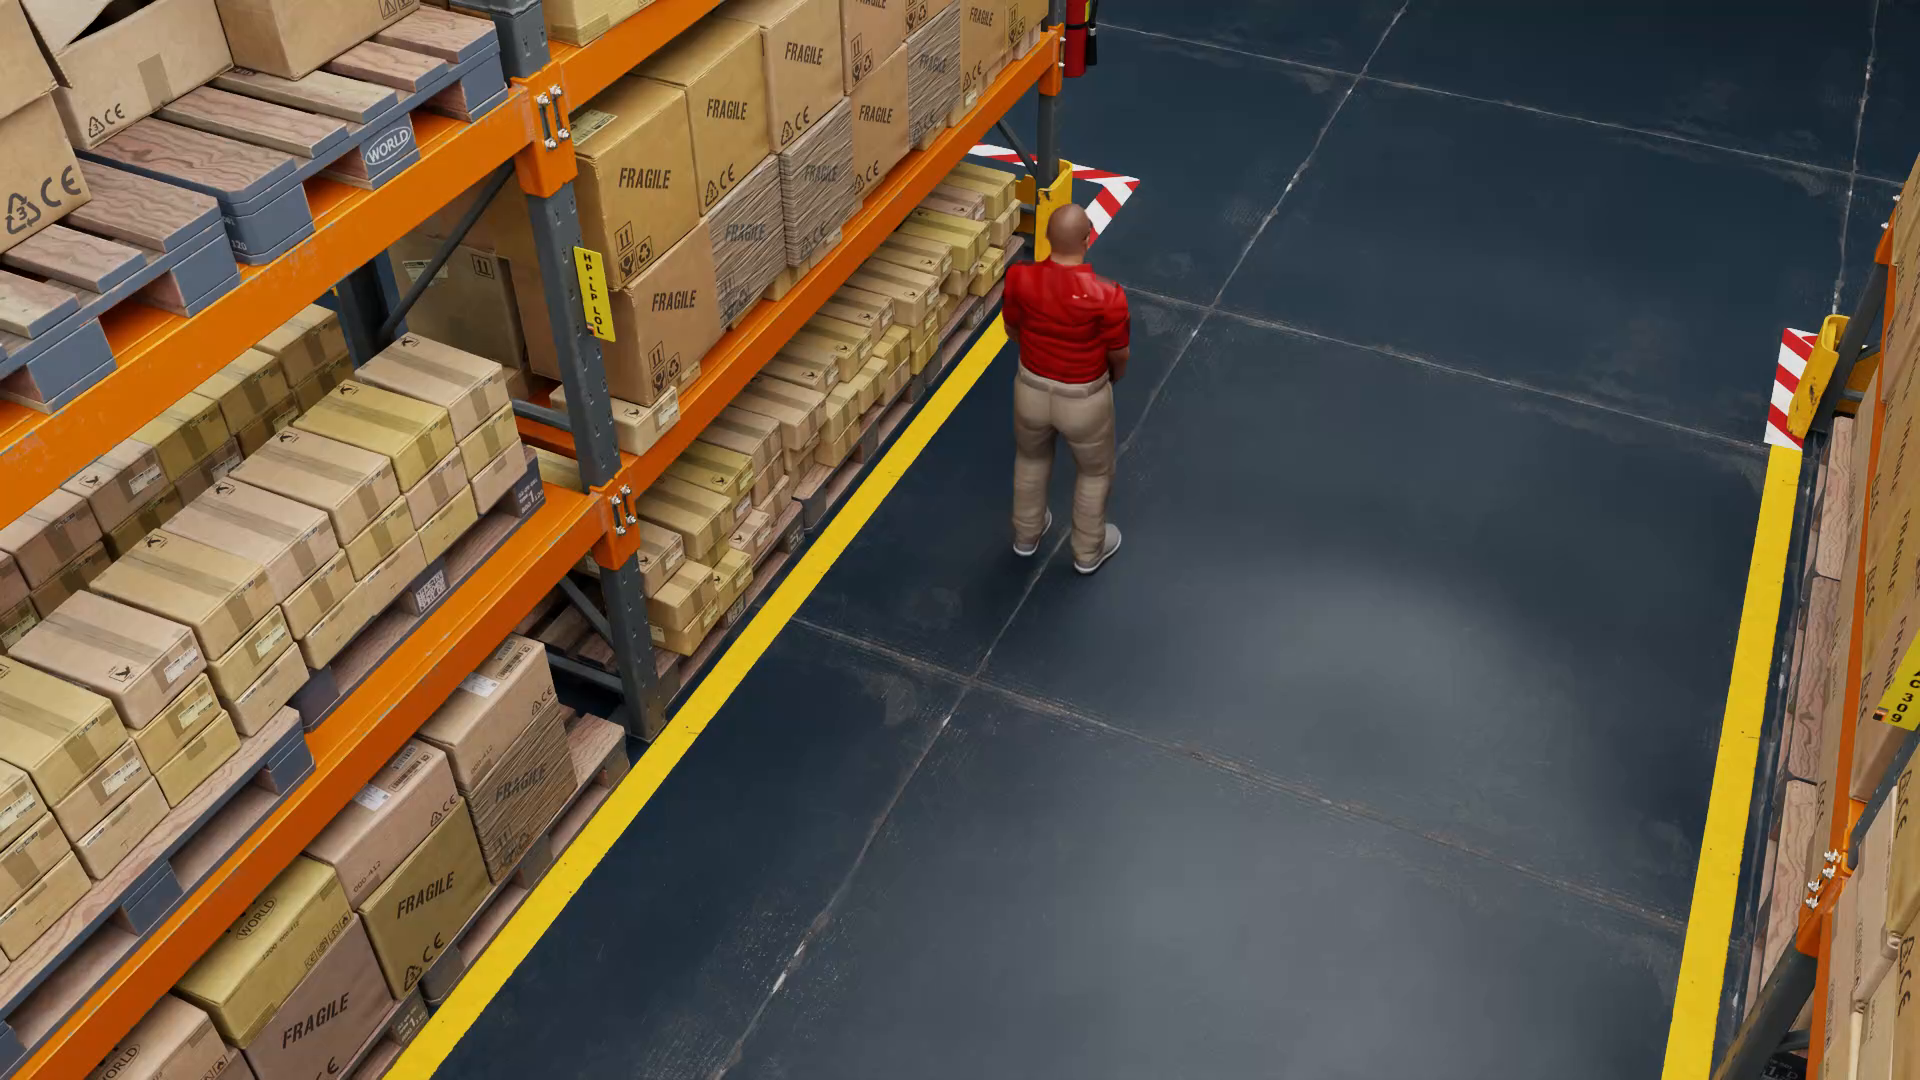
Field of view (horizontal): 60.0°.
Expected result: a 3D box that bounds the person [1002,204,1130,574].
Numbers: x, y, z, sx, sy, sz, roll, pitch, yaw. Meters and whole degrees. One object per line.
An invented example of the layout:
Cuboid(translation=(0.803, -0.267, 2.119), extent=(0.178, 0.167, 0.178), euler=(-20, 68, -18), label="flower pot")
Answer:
Cuboid(translation=(0.448, -0.641, 6.884), extent=(0.532, 1.733, 0.470), euler=(16, 44, 18), label="person")
